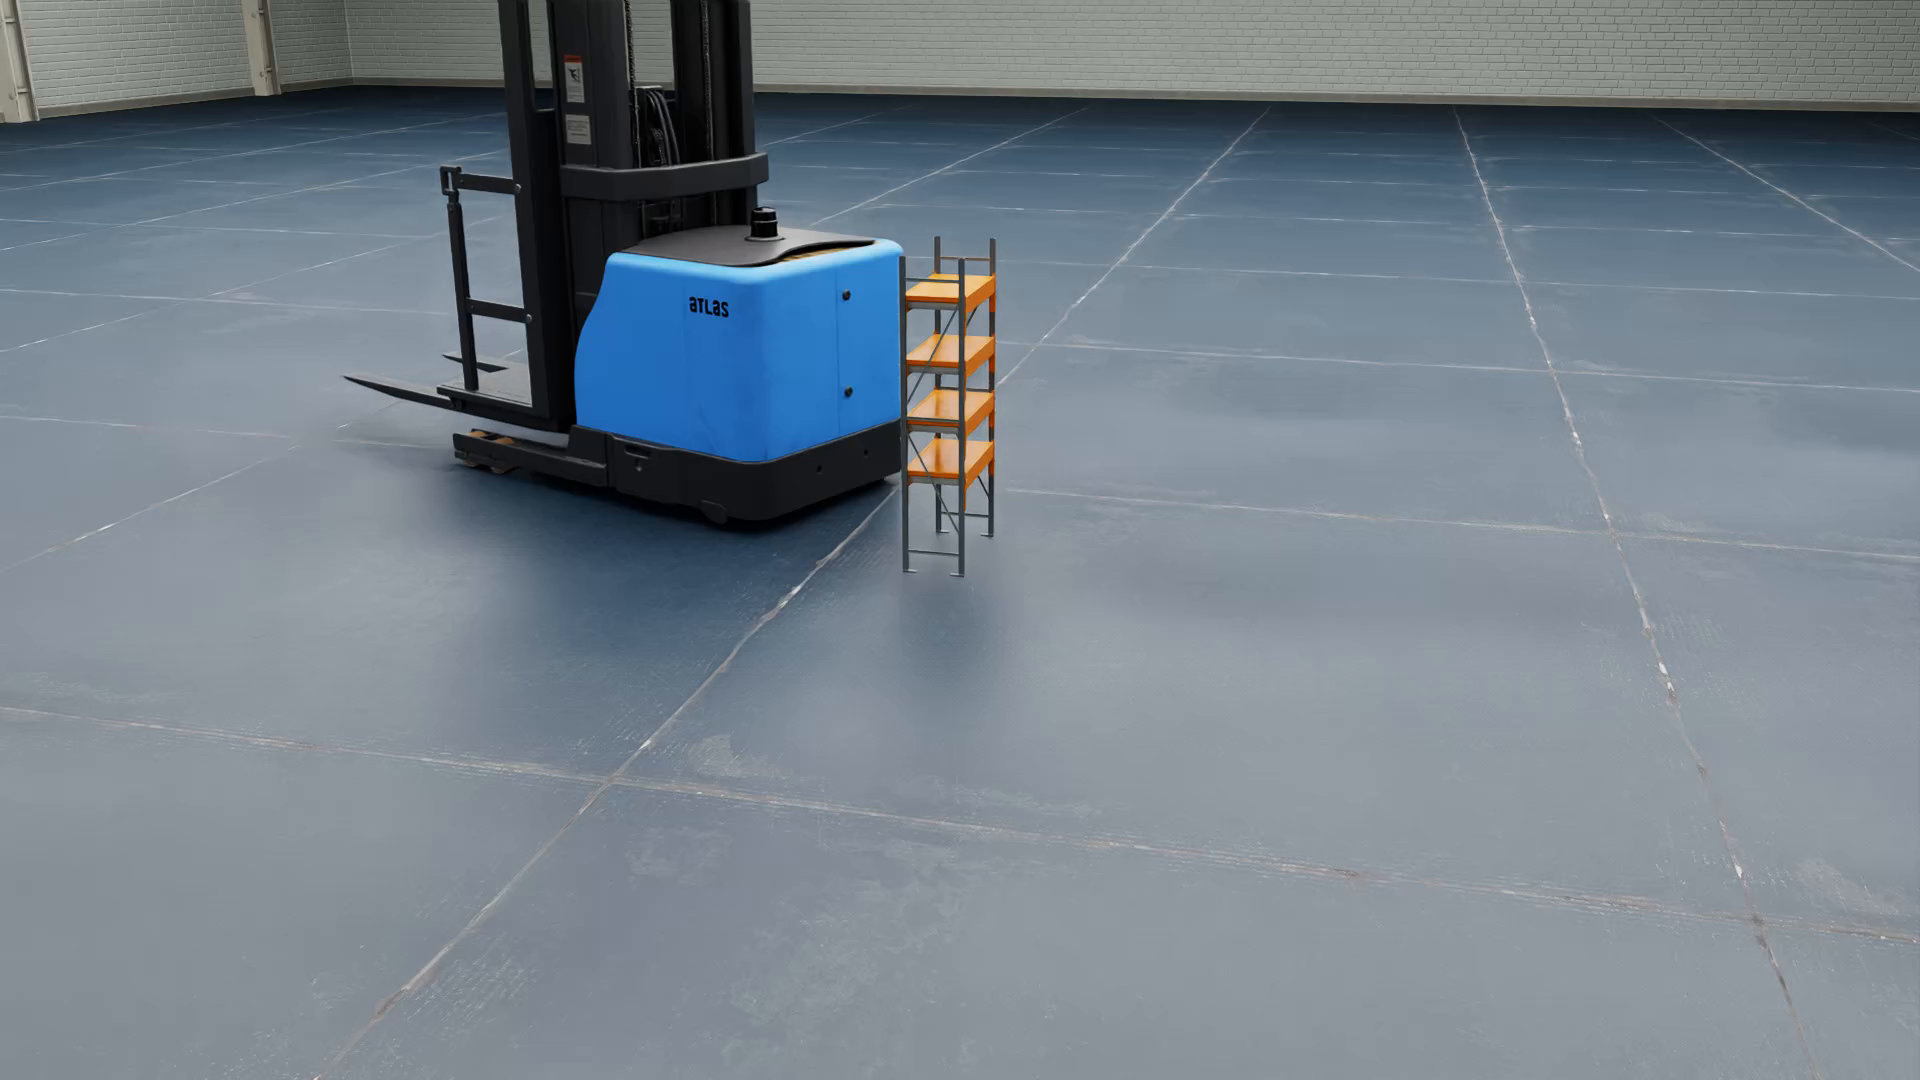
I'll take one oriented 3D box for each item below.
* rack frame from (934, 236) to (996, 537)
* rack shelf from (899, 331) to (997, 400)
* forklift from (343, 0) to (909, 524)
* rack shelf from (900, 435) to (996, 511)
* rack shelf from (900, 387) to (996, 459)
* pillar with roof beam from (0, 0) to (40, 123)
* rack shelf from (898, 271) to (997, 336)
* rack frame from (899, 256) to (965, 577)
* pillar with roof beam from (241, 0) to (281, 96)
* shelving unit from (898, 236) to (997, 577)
[{"bbox_3d":[0.019,-0.592,6.566,0.240,1.200,0.015,5,19,13],"label":"rack frame"},{"bbox_3d":[-0.040,-0.664,6.291,0.258,0.148,0.480,5,19,13],"label":"rack shelf"},{"bbox_3d":[-1.716,-1.809,7.448,3.031,2.935,1.130,13,23,34],"label":"forklift"},{"bbox_3d":[-0.040,-0.264,6.428,0.258,0.148,0.480,5,19,13],"label":"rack shelf"},{"bbox_3d":[-0.040,-0.452,6.363,0.258,0.148,0.480,5,19,13],"label":"rack shelf"},{"bbox_3d":[-10.178,-10.324,22.992,9.100,9.000,0.400,5,19,13],"label":"pillar with roof beam"},{"bbox_3d":[-0.040,-0.888,6.215,0.258,0.148,0.480,5,19,13],"label":"rack shelf"},{"bbox_3d":[-0.100,-0.439,6.118,0.240,1.200,0.015,5,19,13],"label":"rack frame"},{"bbox_3d":[-8.712,-12.205,28.498,9.100,9.000,0.400,5,19,13],"label":"pillar with roof beam"},{"bbox_3d":[-0.040,-0.516,6.342,0.258,1.200,0.503,5,19,13],"label":"shelving unit"}]
